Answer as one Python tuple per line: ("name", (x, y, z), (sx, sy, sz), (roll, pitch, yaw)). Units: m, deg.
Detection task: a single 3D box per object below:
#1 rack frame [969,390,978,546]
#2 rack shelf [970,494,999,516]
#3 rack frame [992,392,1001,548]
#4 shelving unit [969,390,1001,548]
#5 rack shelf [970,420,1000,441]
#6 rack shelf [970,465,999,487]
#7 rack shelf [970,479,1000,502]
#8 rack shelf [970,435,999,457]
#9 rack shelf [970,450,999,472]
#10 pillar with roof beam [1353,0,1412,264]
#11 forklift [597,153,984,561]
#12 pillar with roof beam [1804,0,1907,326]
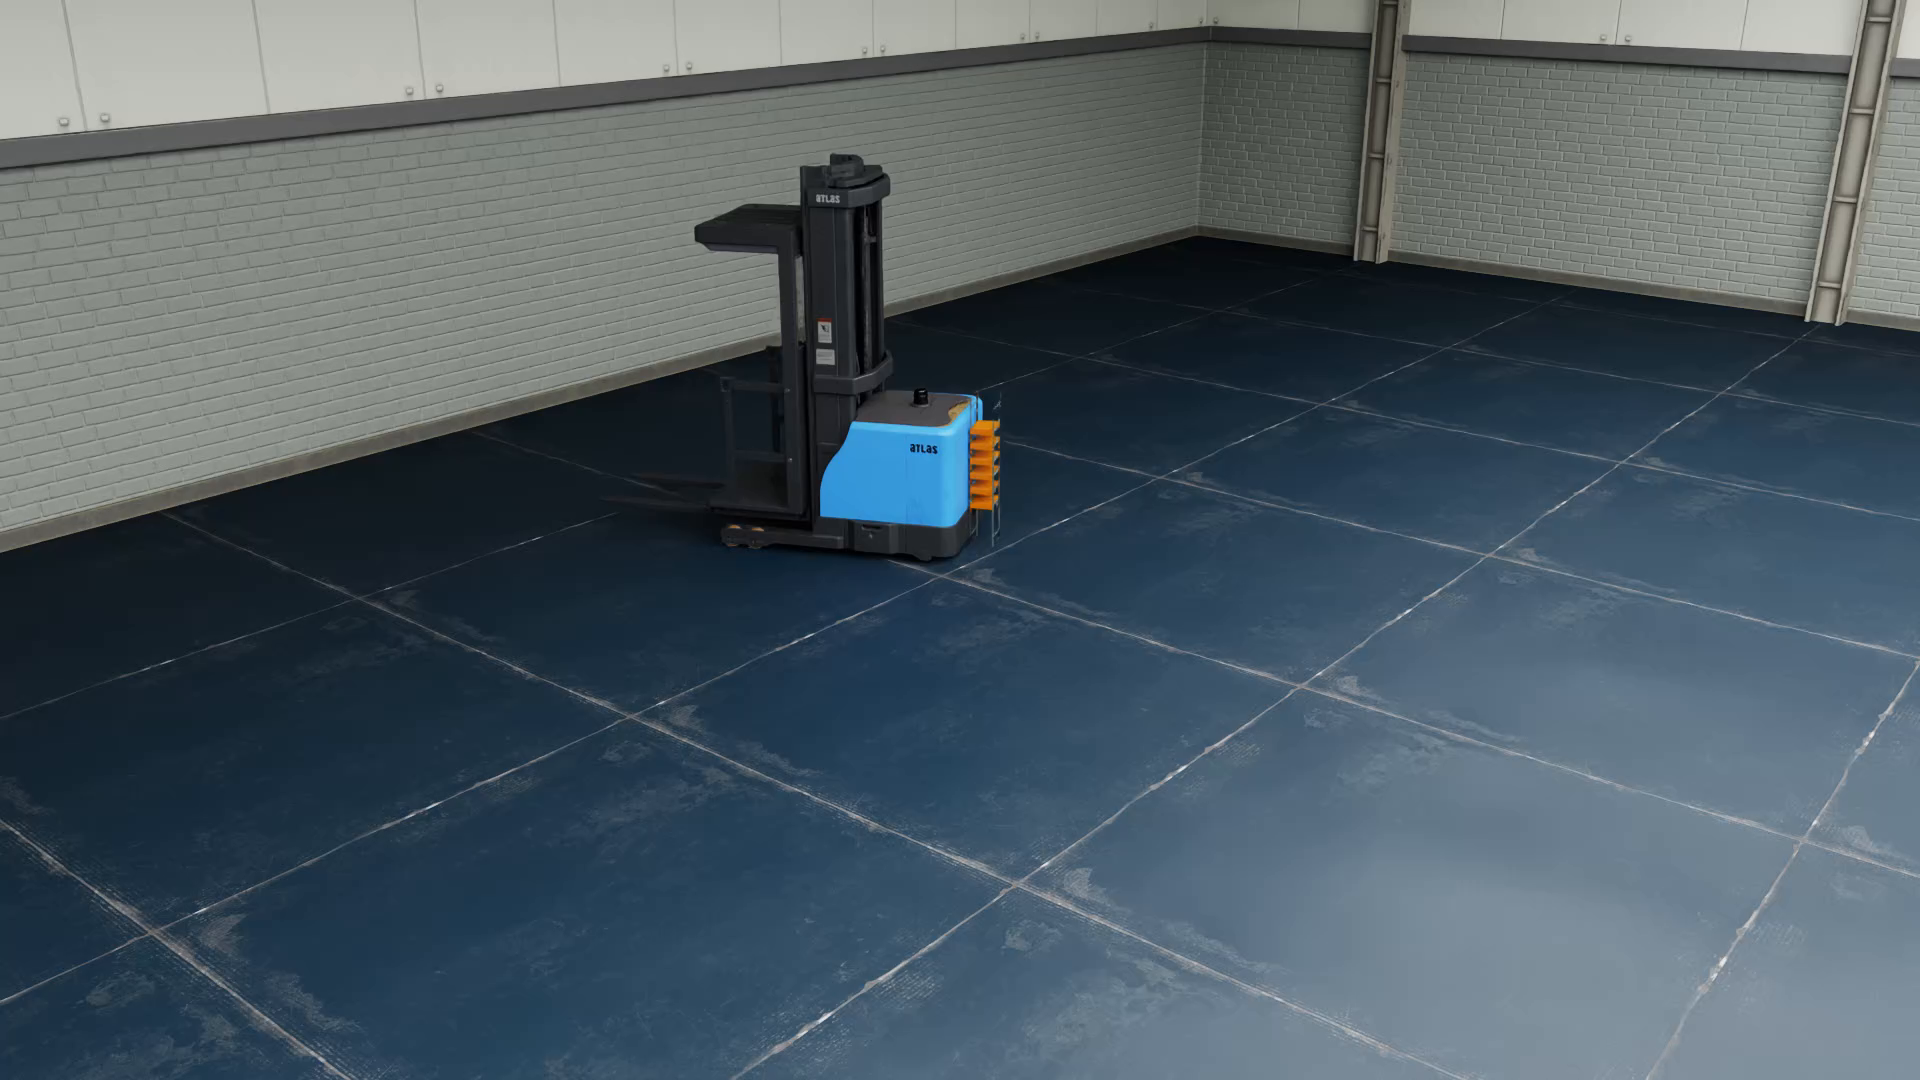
("rack frame", (0.107, -0.555, 12.940), (0.006, 1.200, 0.240), (5, 21, 13))
("rack shelf", (0.195, -0.281, 13.020), (0.180, 0.103, 0.258), (5, 21, 13))
("rack frame", (0.284, -0.539, 12.898), (0.006, 1.200, 0.240), (5, 21, 13))
("shelving unit", (0.195, -0.547, 12.919), (0.189, 1.200, 0.258), (5, 21, 13))
("rack shelf", (0.195, -0.843, 12.808), (0.180, 0.103, 0.258), (5, 21, 13))
("rack shelf", (0.195, -0.506, 12.935), (0.180, 0.103, 0.258), (5, 21, 13))
("rack shelf", (0.195, -0.393, 12.977), (0.180, 0.103, 0.258), (5, 21, 13))
("rack shelf", (0.195, -0.730, 12.850), (0.180, 0.103, 0.258), (5, 21, 13))
("rack shelf", (0.195, -0.618, 12.892), (0.180, 0.103, 0.258), (5, 21, 13))
("pillar with roof beam", (3.149, -7.034, 19.068), (0.400, 9.000, 9.100), (16, 26, 36))
("forklift", (-1.383, -1.476, 12.928), (3.031, 2.935, 1.130), (5, 21, 13))
("pillar with roof beam", (7.798, -5.696, 15.518), (0.400, 9.000, 9.100), (16, 26, 36))
